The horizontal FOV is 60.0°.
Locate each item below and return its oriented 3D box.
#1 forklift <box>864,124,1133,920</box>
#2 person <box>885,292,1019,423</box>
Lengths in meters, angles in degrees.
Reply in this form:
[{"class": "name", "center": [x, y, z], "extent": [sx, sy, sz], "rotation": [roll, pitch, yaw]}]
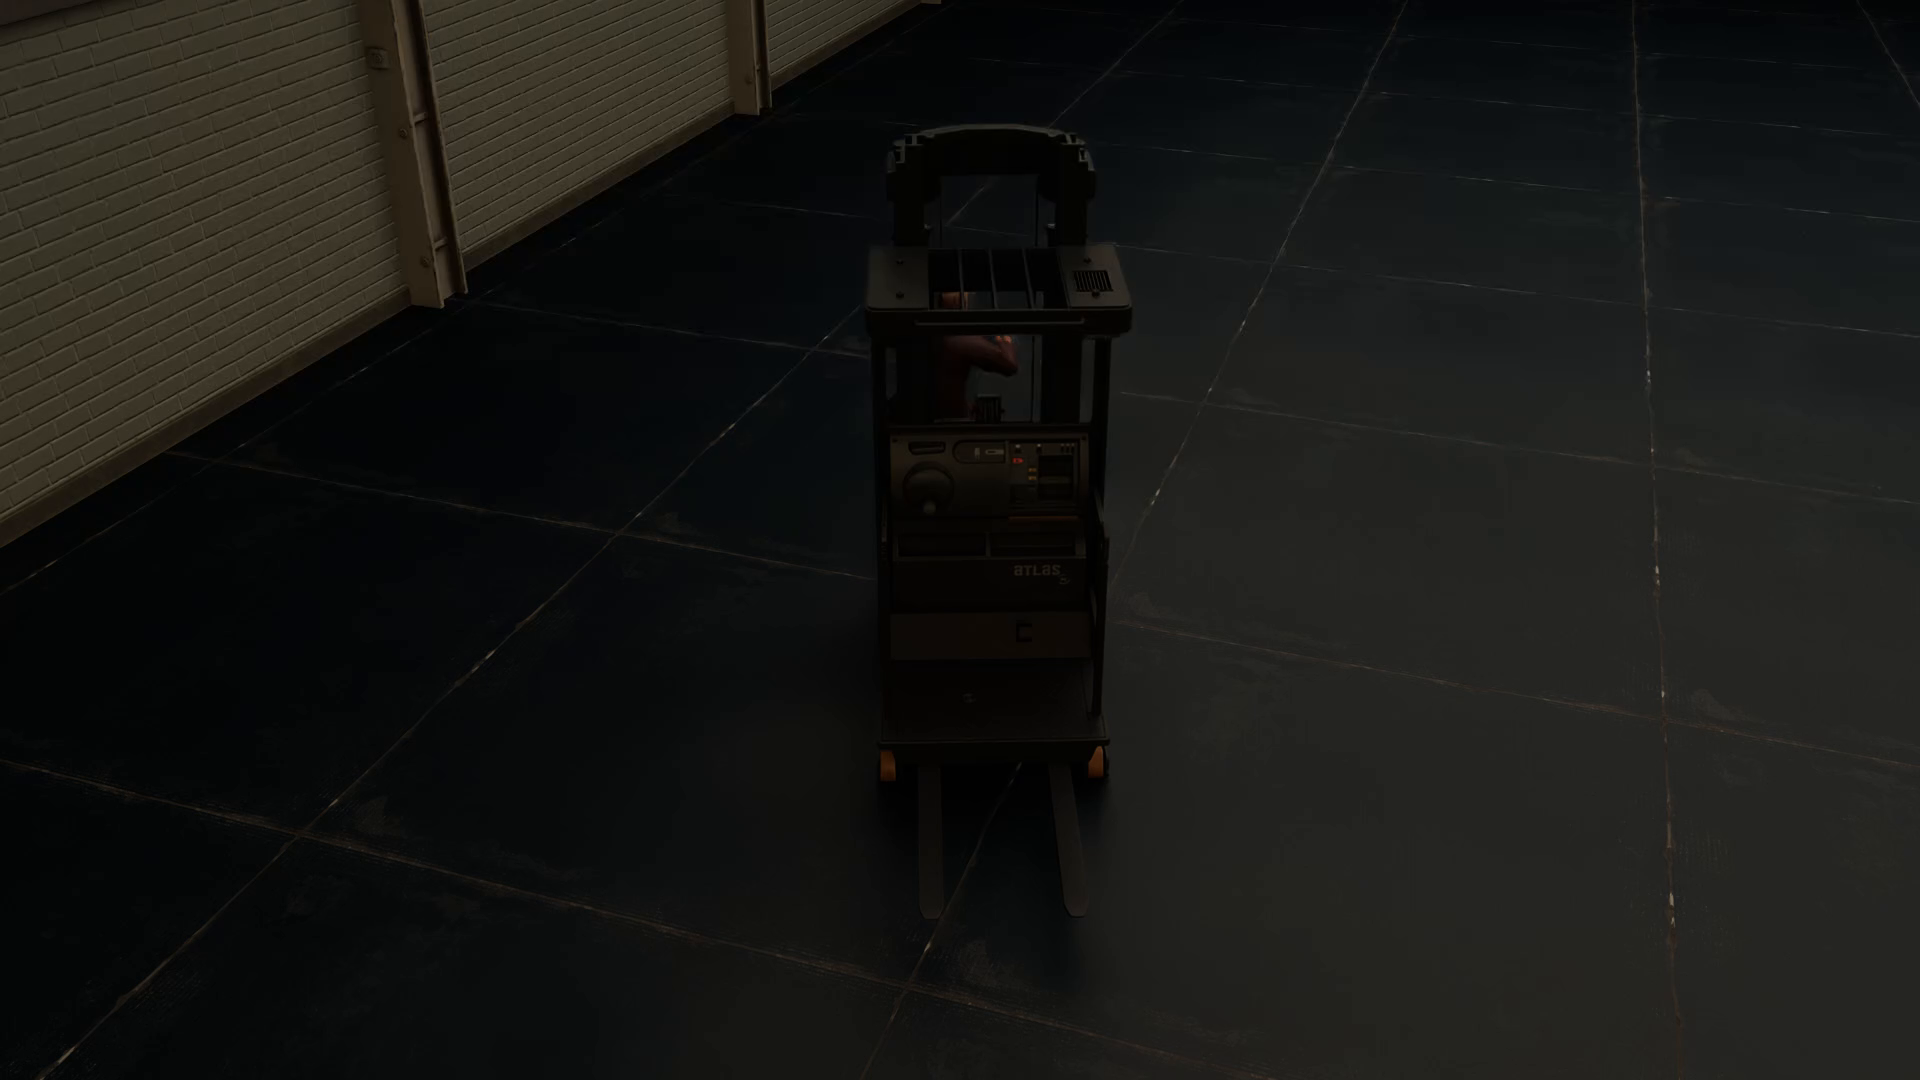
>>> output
[{"class": "forklift", "center": [0.147, -0.262, 7.596], "extent": [1.130, 2.935, 3.031], "rotation": [-1, 30, -1]}, {"class": "person", "center": [-0.042, -0.889, 10.101], "extent": [1.070, 1.537, 0.766], "rotation": [14, 33, 23]}]
